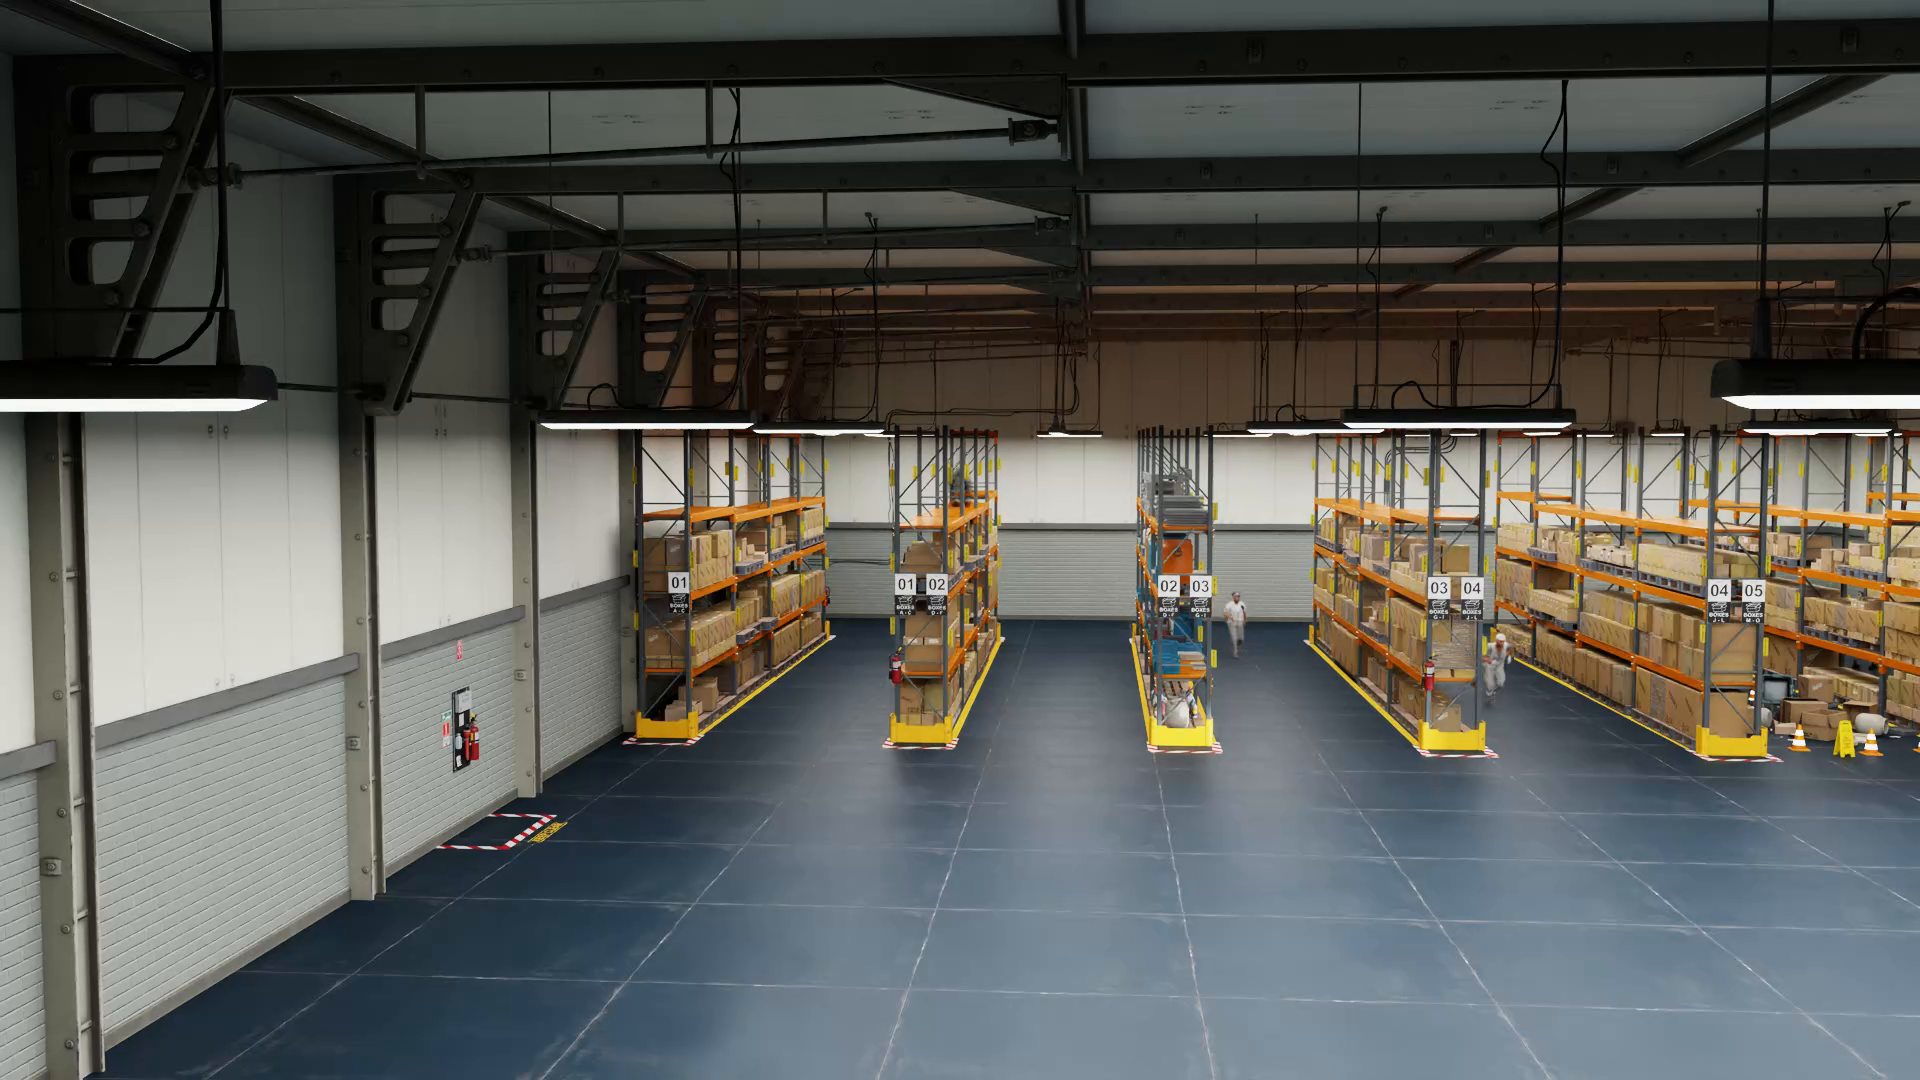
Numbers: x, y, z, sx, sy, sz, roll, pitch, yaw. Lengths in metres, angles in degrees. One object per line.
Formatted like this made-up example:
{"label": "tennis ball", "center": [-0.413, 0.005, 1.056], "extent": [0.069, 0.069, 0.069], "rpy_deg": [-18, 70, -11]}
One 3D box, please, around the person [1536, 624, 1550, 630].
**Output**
{"label": "person", "center": [16.401, 2.062, 46.936], "extent": [0.766, 1.717, 0.541], "rpy_deg": [1, 4, 16]}

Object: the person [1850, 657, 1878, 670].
{"label": "person", "center": [22.459, 2.390, 41.277], "extent": [0.599, 1.766, 0.831], "rpy_deg": [0, 3, -4]}

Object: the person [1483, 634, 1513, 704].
{"label": "person", "center": [11.563, 2.776, 35.735], "extent": [0.698, 1.595, 0.850], "rpy_deg": [0, 3, -2]}

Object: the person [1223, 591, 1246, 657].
{"label": "person", "center": [7.279, 2.219, 43.852], "extent": [0.645, 1.753, 0.604], "rpy_deg": [0, 3, -6]}
